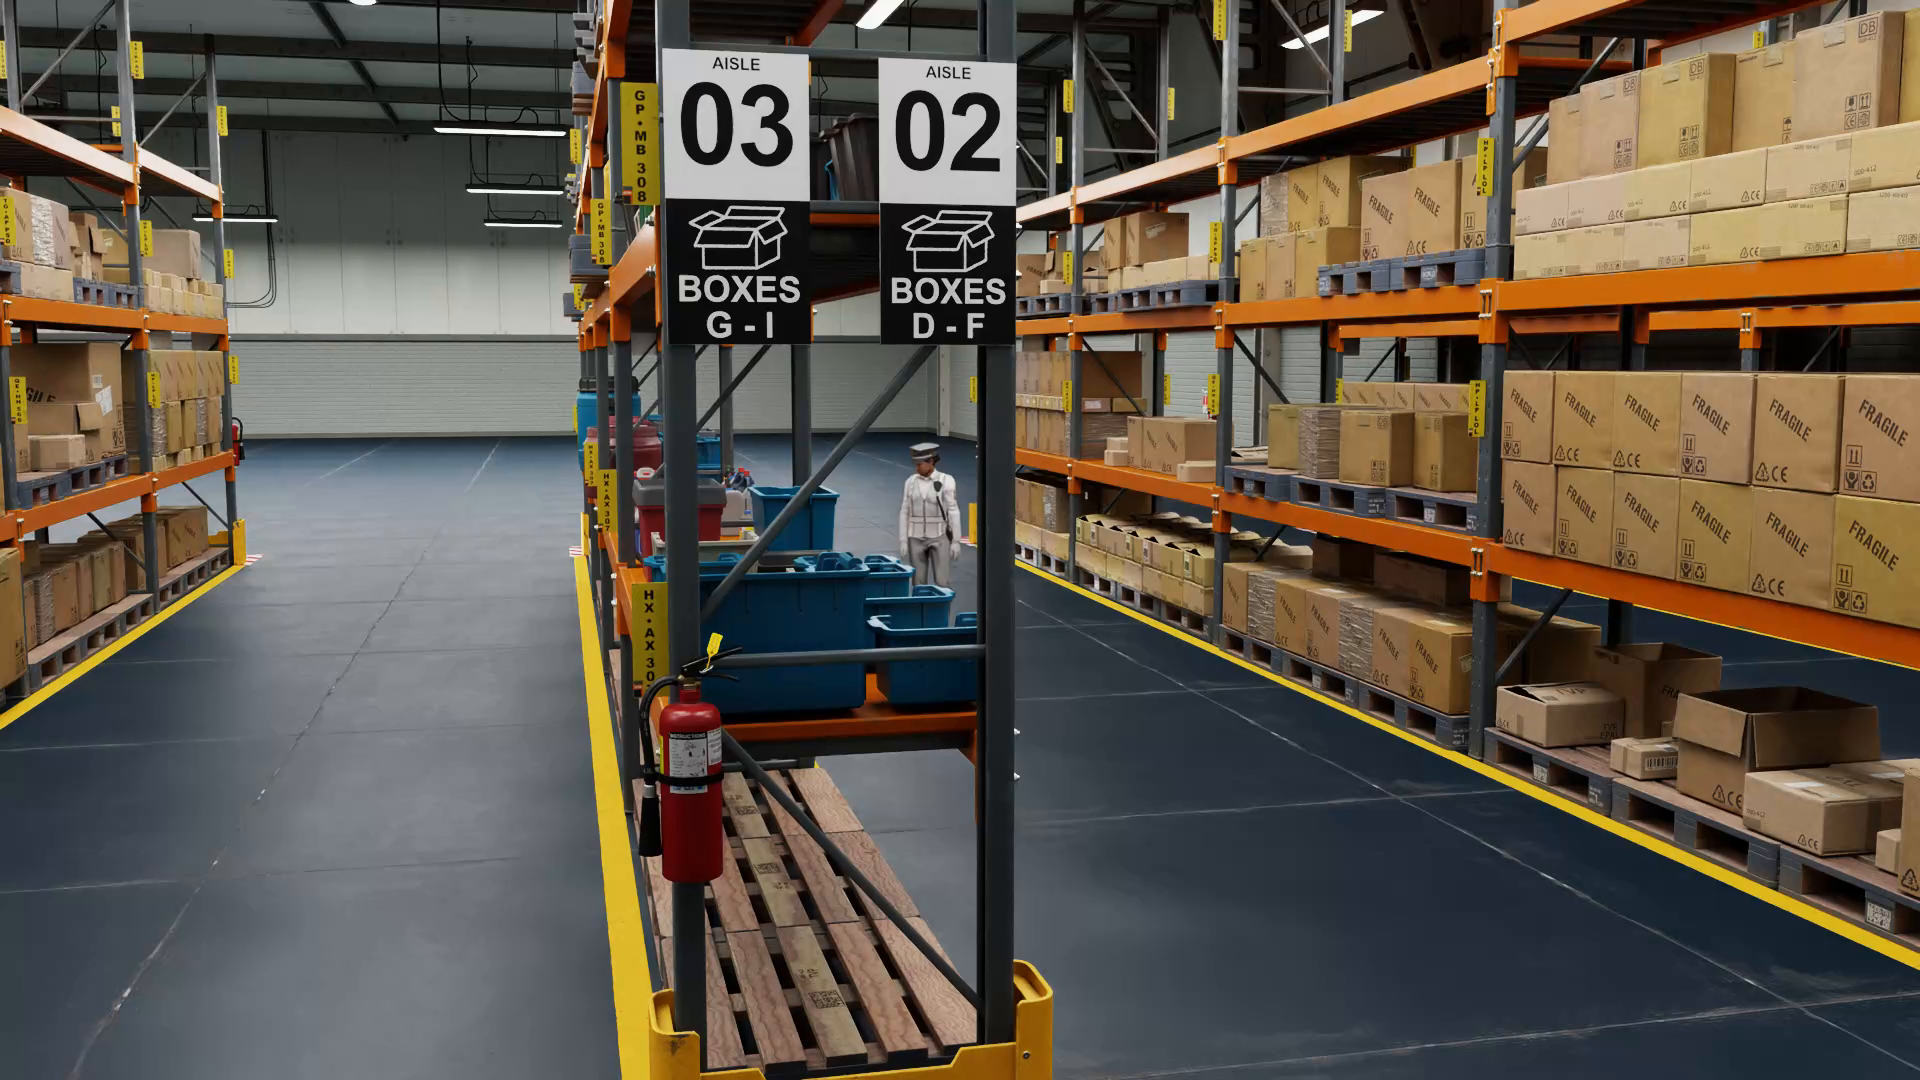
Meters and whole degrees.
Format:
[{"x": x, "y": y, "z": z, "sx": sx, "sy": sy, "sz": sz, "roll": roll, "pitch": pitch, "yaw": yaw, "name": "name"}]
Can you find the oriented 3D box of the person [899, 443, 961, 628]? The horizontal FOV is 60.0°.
[{"x": -0.272, "y": 0.059, "z": 13.625, "sx": 0.517, "sy": 1.709, "sz": 0.380, "roll": 2, "pitch": 6, "yaw": 16, "name": "person"}]
